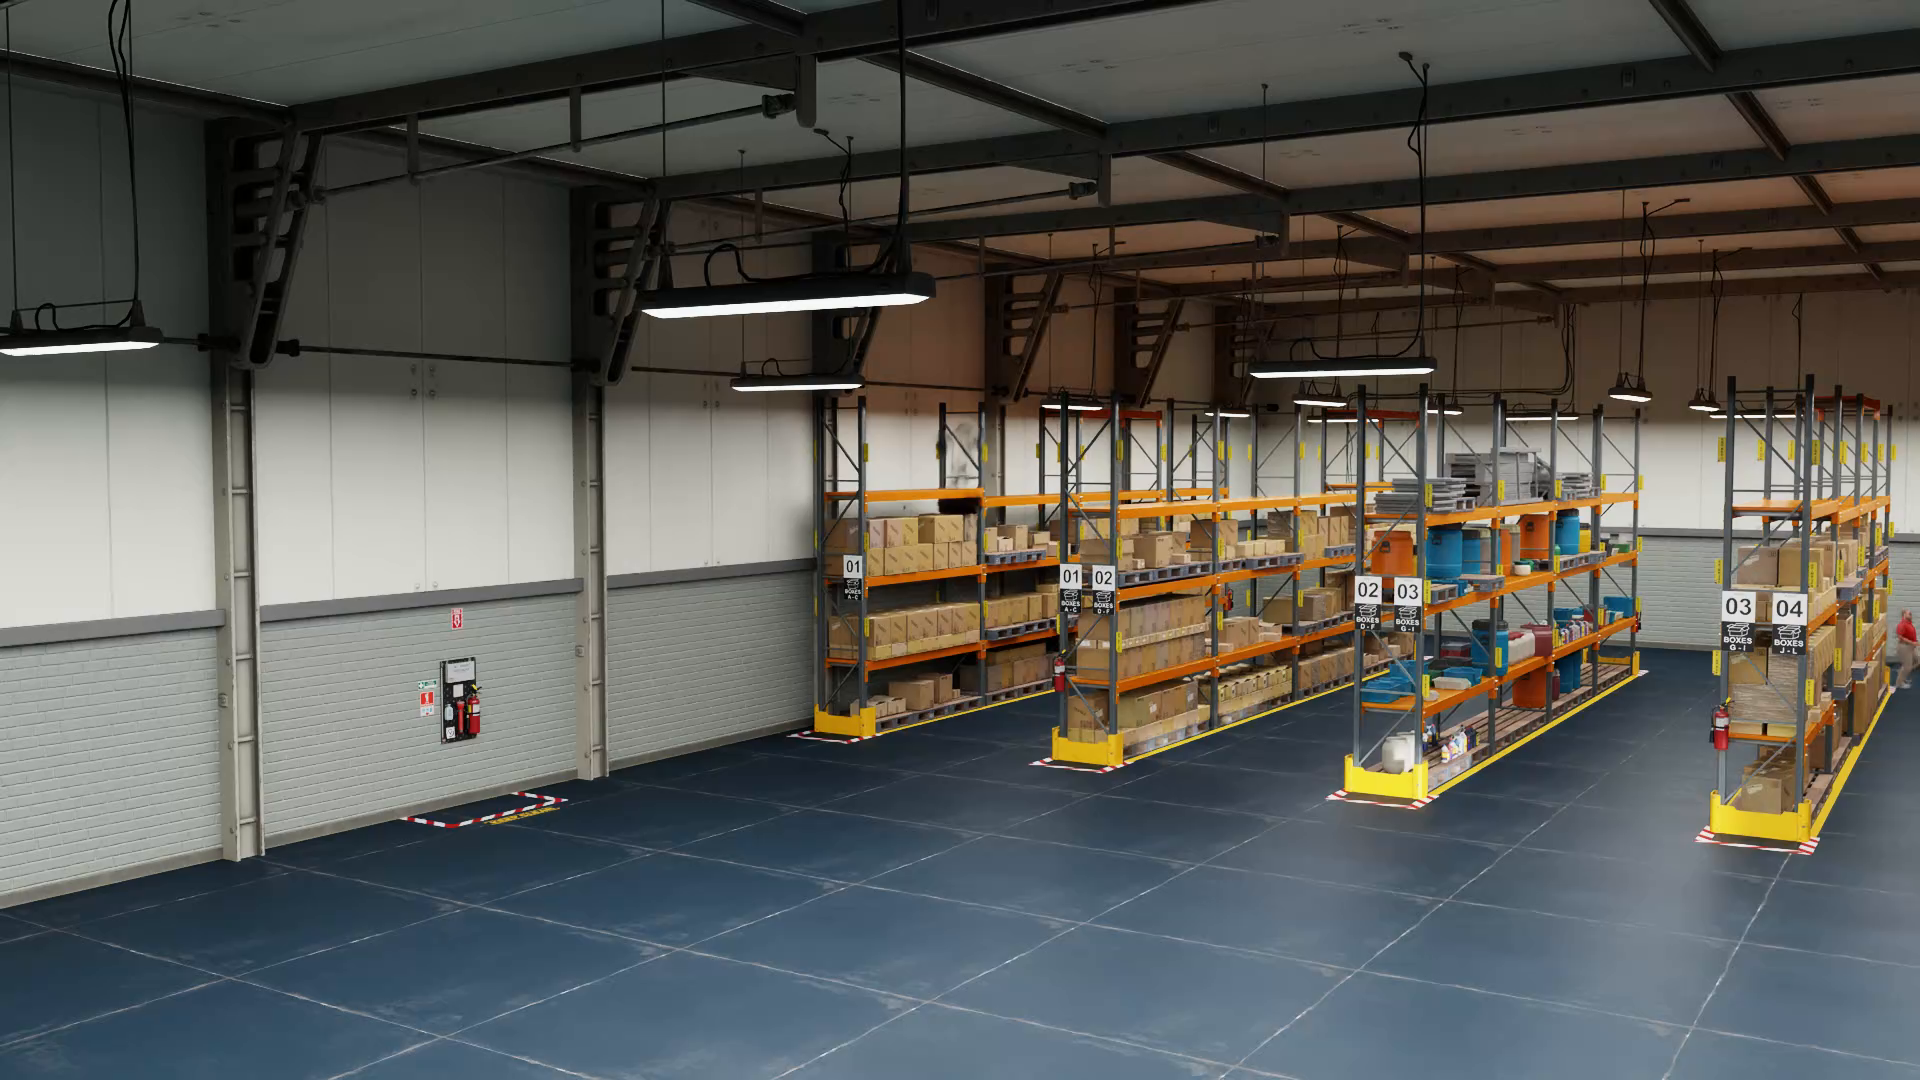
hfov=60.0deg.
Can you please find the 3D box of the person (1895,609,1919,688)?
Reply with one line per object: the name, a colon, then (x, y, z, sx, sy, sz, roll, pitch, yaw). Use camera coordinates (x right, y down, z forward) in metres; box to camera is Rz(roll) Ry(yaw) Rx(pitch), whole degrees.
person: (20.173, 2.309, 35.342, 0.657, 1.677, 0.558, -2, 4, -37)
